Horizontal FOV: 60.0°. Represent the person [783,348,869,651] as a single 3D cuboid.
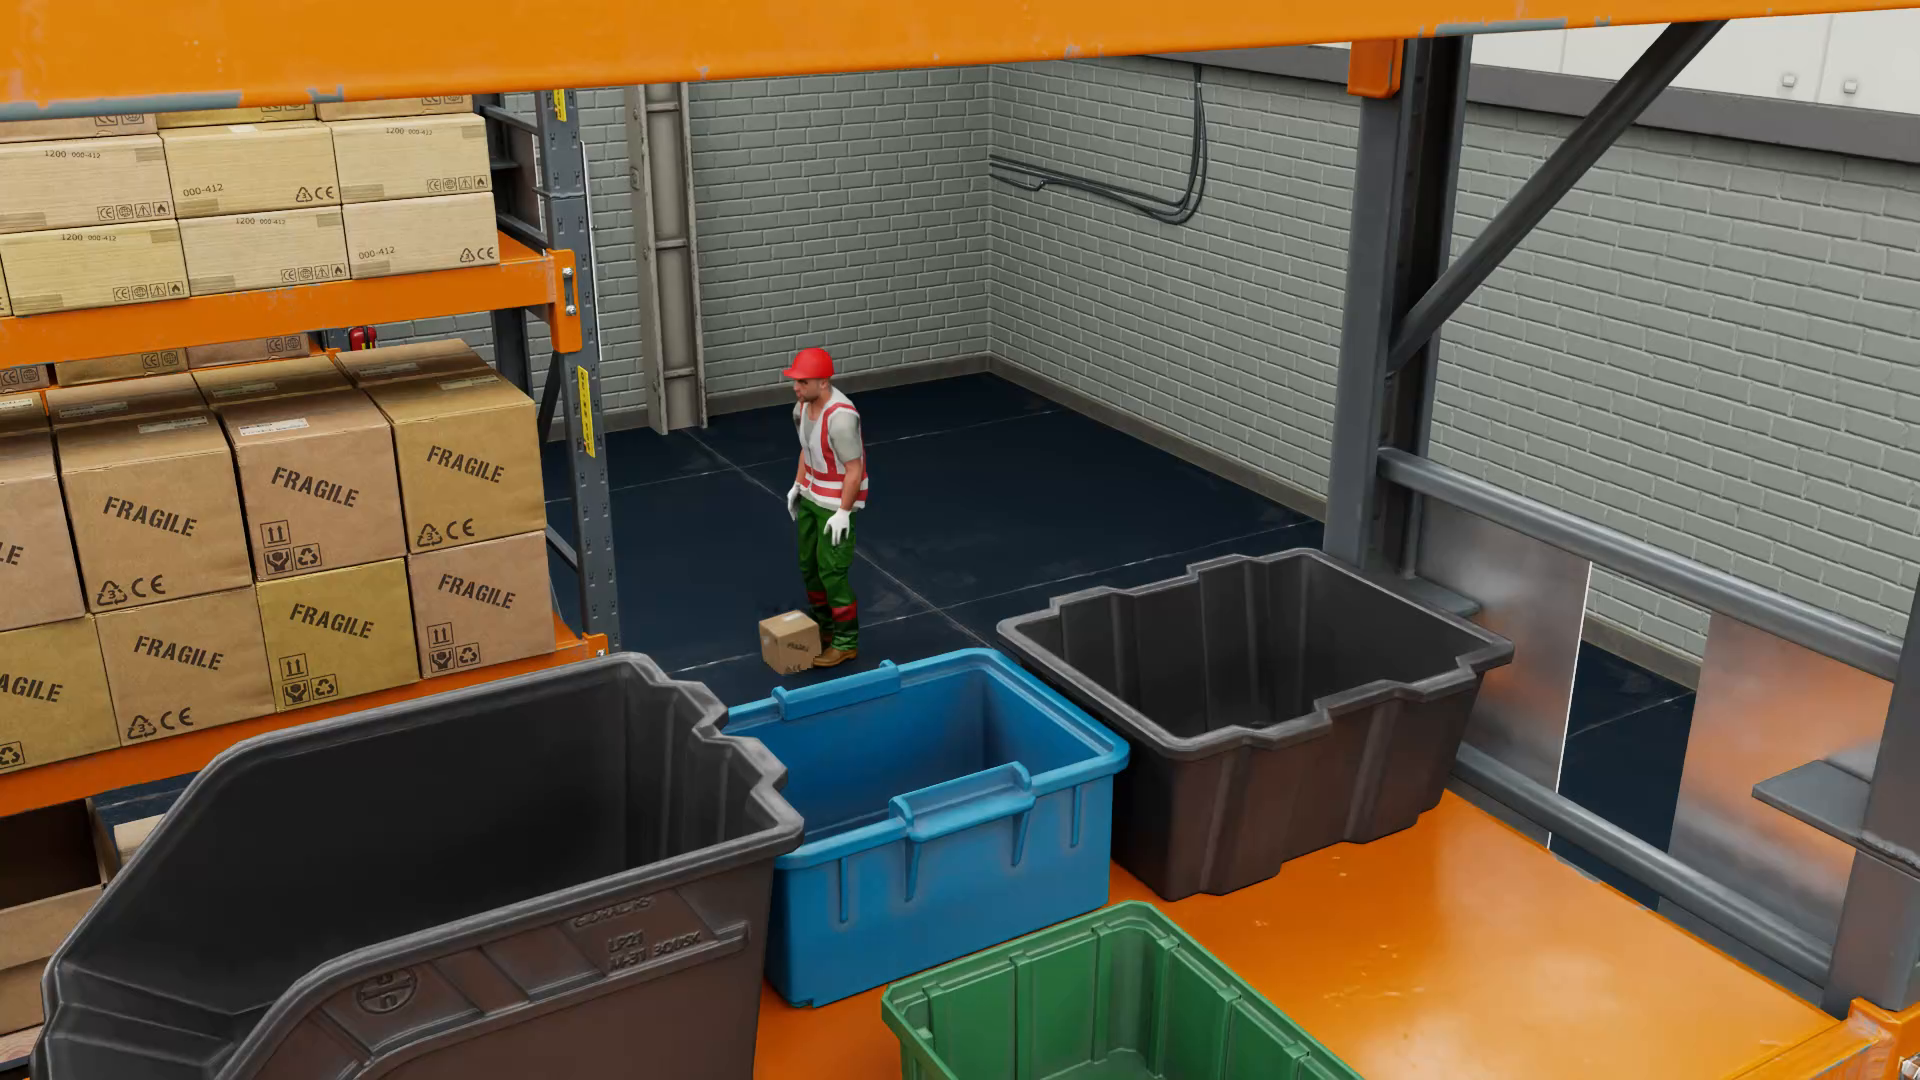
[{"bbox_3d":[-0.739,-0.217,9.035,0.441,1.722,0.568,-13,25,-30],"label":"person"}]
